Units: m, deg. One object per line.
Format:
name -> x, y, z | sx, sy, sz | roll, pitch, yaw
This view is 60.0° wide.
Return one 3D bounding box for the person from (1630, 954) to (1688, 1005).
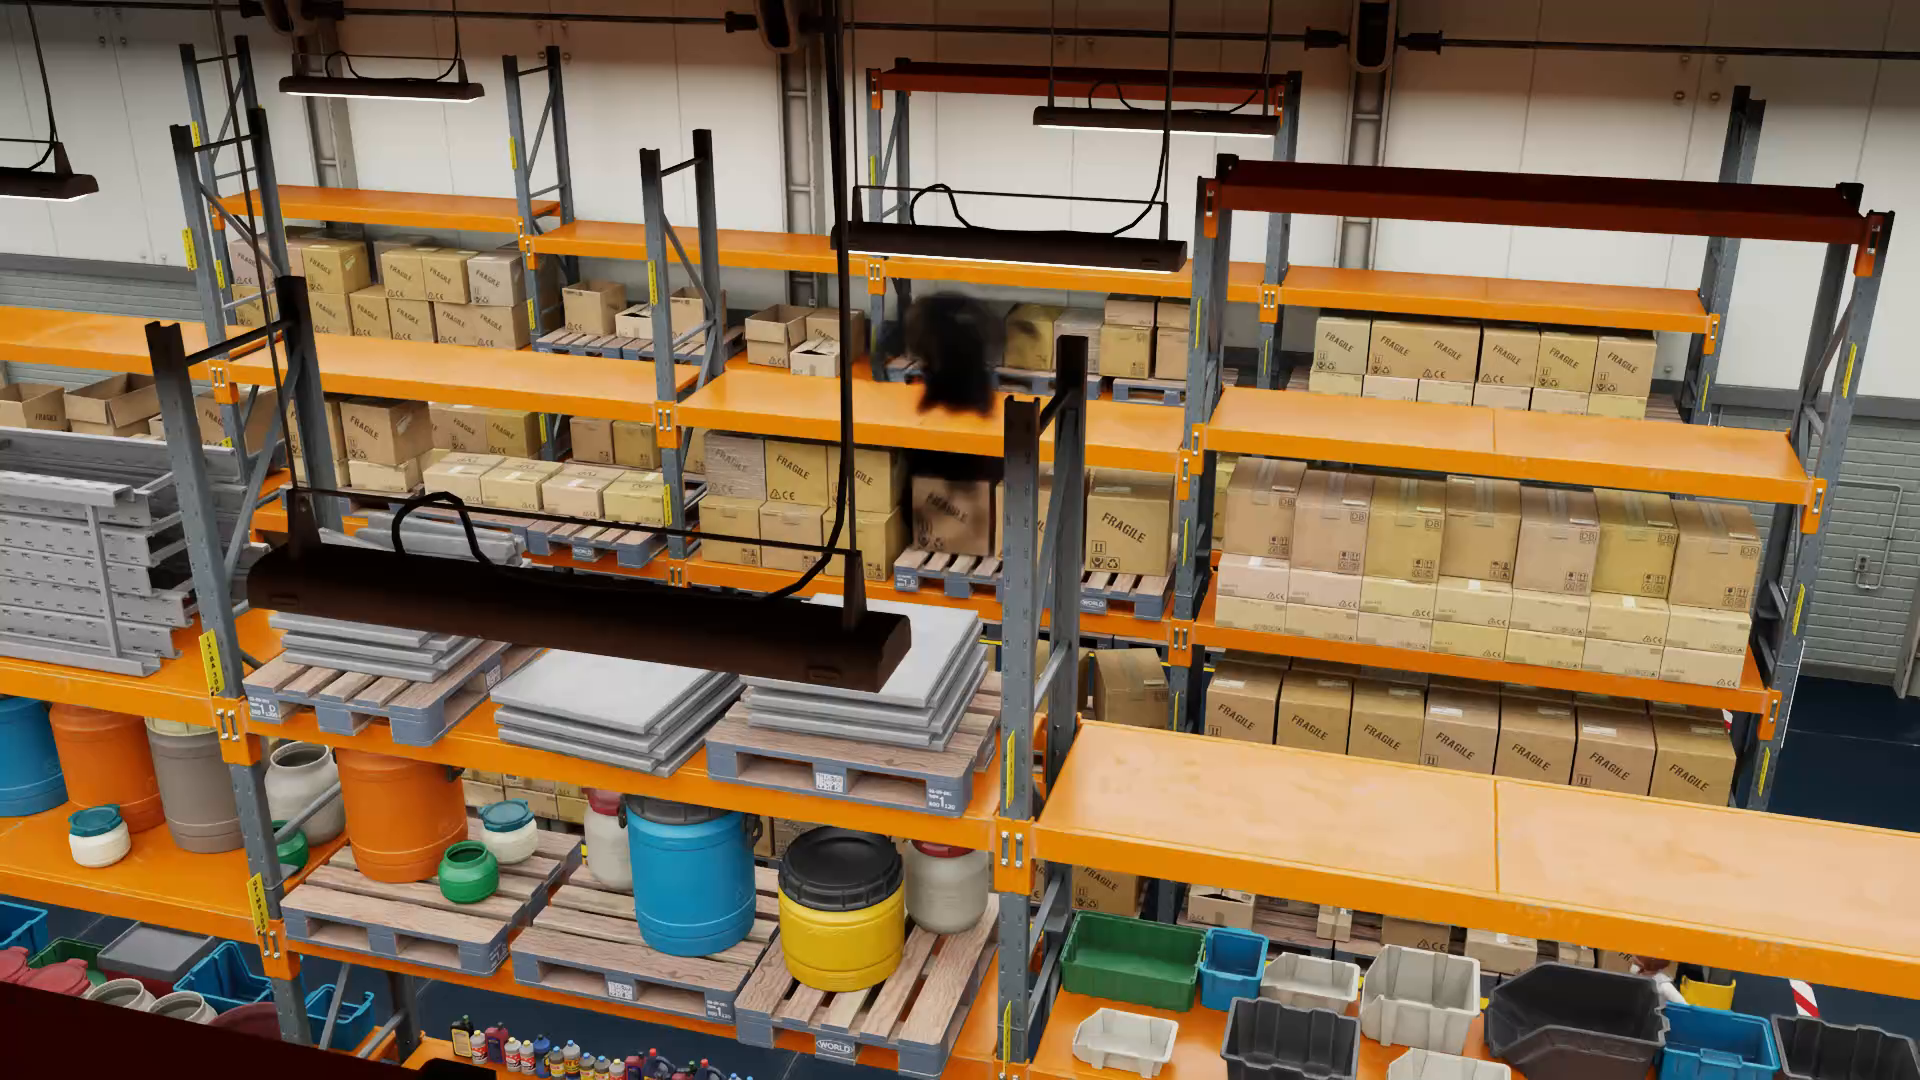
person -> 4.408, 3.272, 10.815 | 0.863, 1.602, 0.549 | 0, 23, 0
